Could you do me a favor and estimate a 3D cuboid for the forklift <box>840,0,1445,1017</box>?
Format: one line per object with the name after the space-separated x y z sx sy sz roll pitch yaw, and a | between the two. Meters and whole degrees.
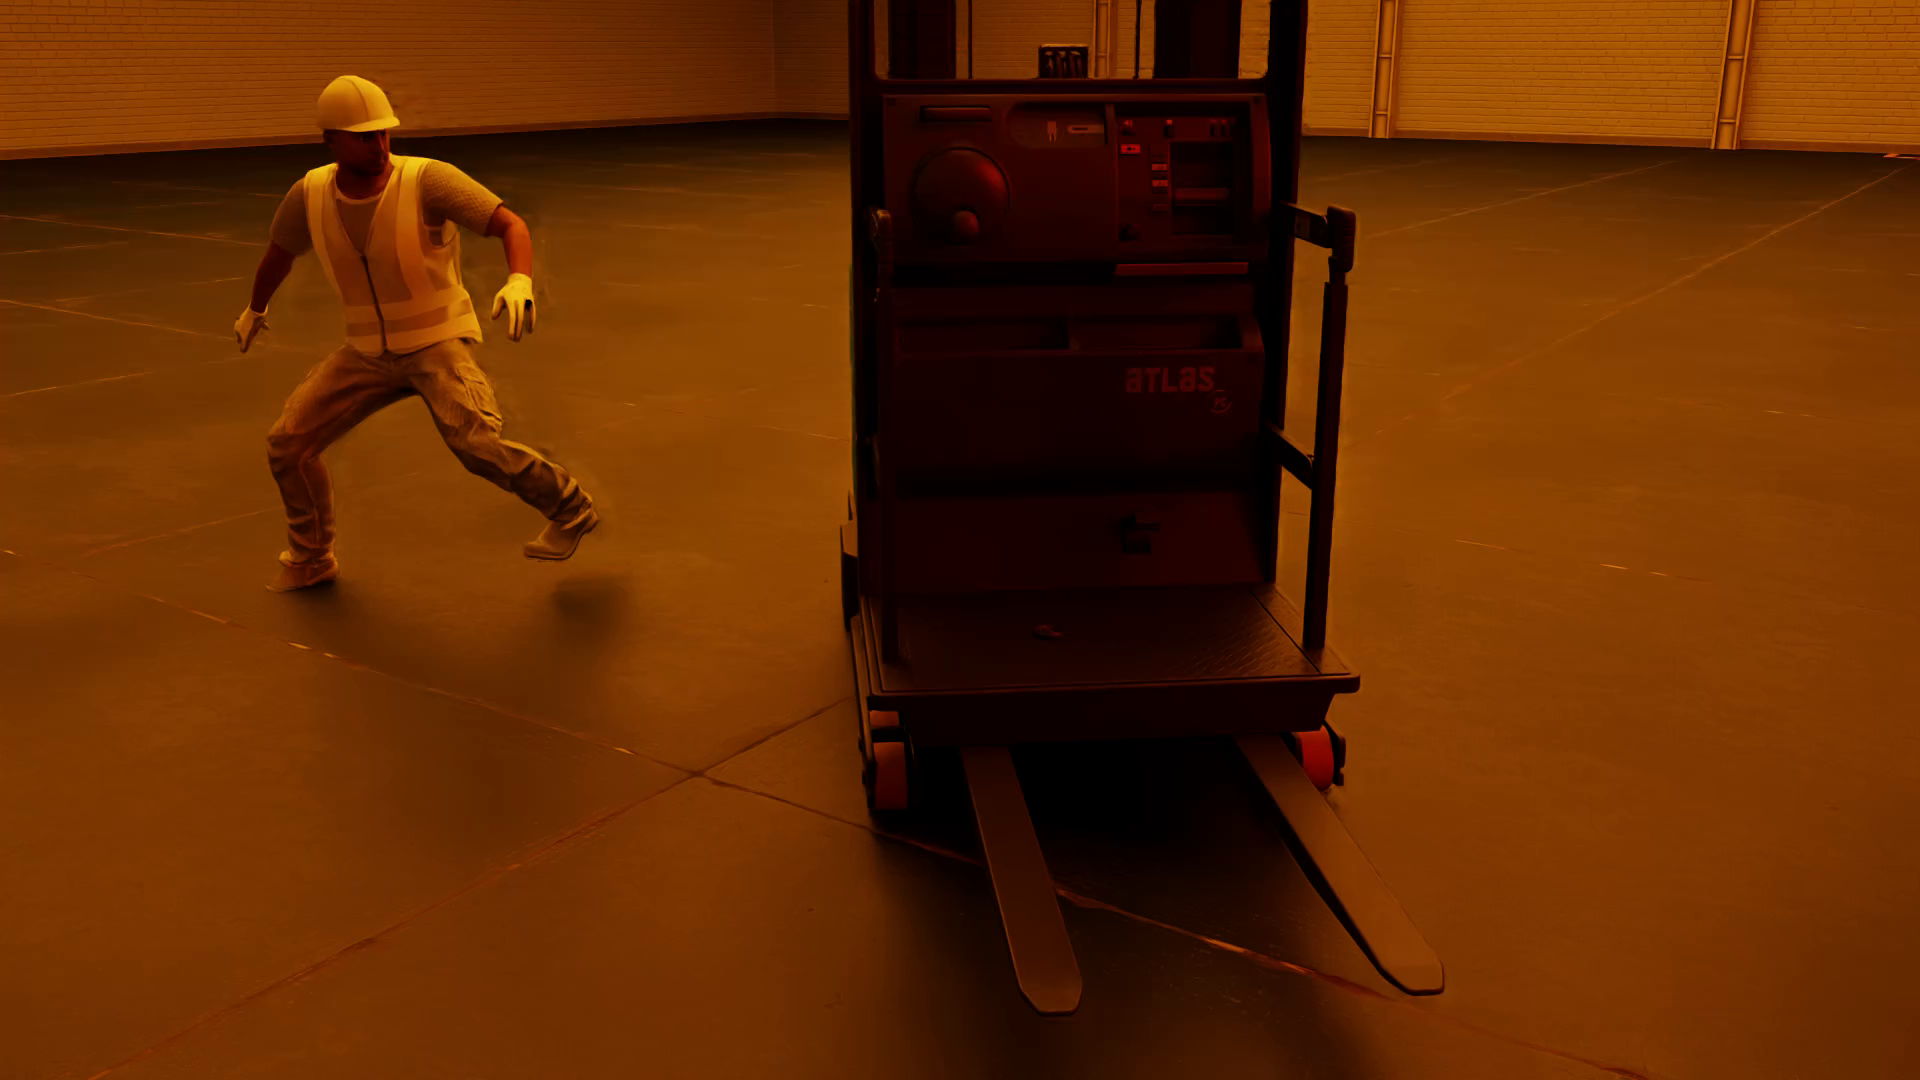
0.304 -0.877 3.766 1.130 2.935 3.031 -2 17 -6 | forklift

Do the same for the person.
-1.841 -0.610 5.295 1.236 1.677 0.520 4 17 13 | person
